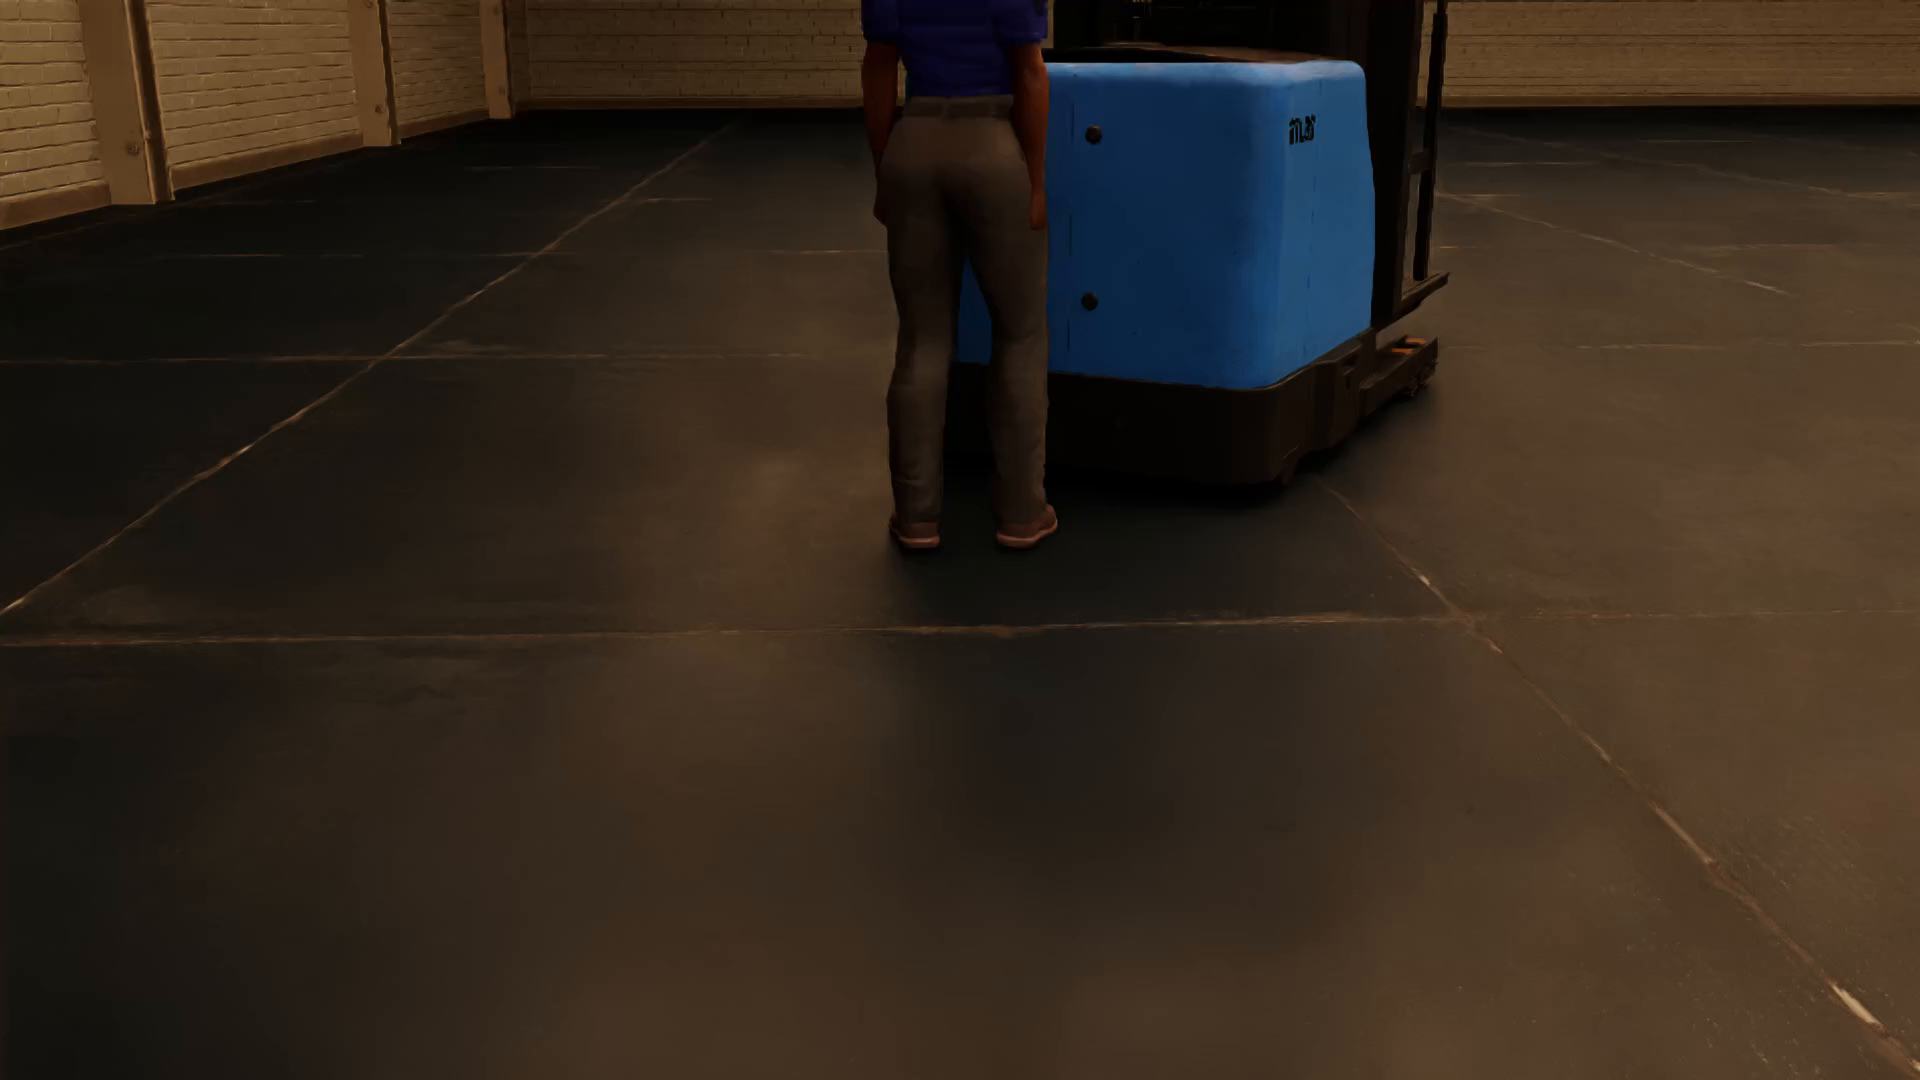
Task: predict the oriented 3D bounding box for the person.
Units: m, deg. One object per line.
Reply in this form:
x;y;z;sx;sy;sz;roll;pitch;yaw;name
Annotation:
0.016;-0.803;3.721;0.439;1.661;0.417;9;19;26;person

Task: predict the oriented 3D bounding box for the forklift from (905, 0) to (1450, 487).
0.966;-1.921;5.187;1.130;2.935;3.031;9;19;26;forklift
